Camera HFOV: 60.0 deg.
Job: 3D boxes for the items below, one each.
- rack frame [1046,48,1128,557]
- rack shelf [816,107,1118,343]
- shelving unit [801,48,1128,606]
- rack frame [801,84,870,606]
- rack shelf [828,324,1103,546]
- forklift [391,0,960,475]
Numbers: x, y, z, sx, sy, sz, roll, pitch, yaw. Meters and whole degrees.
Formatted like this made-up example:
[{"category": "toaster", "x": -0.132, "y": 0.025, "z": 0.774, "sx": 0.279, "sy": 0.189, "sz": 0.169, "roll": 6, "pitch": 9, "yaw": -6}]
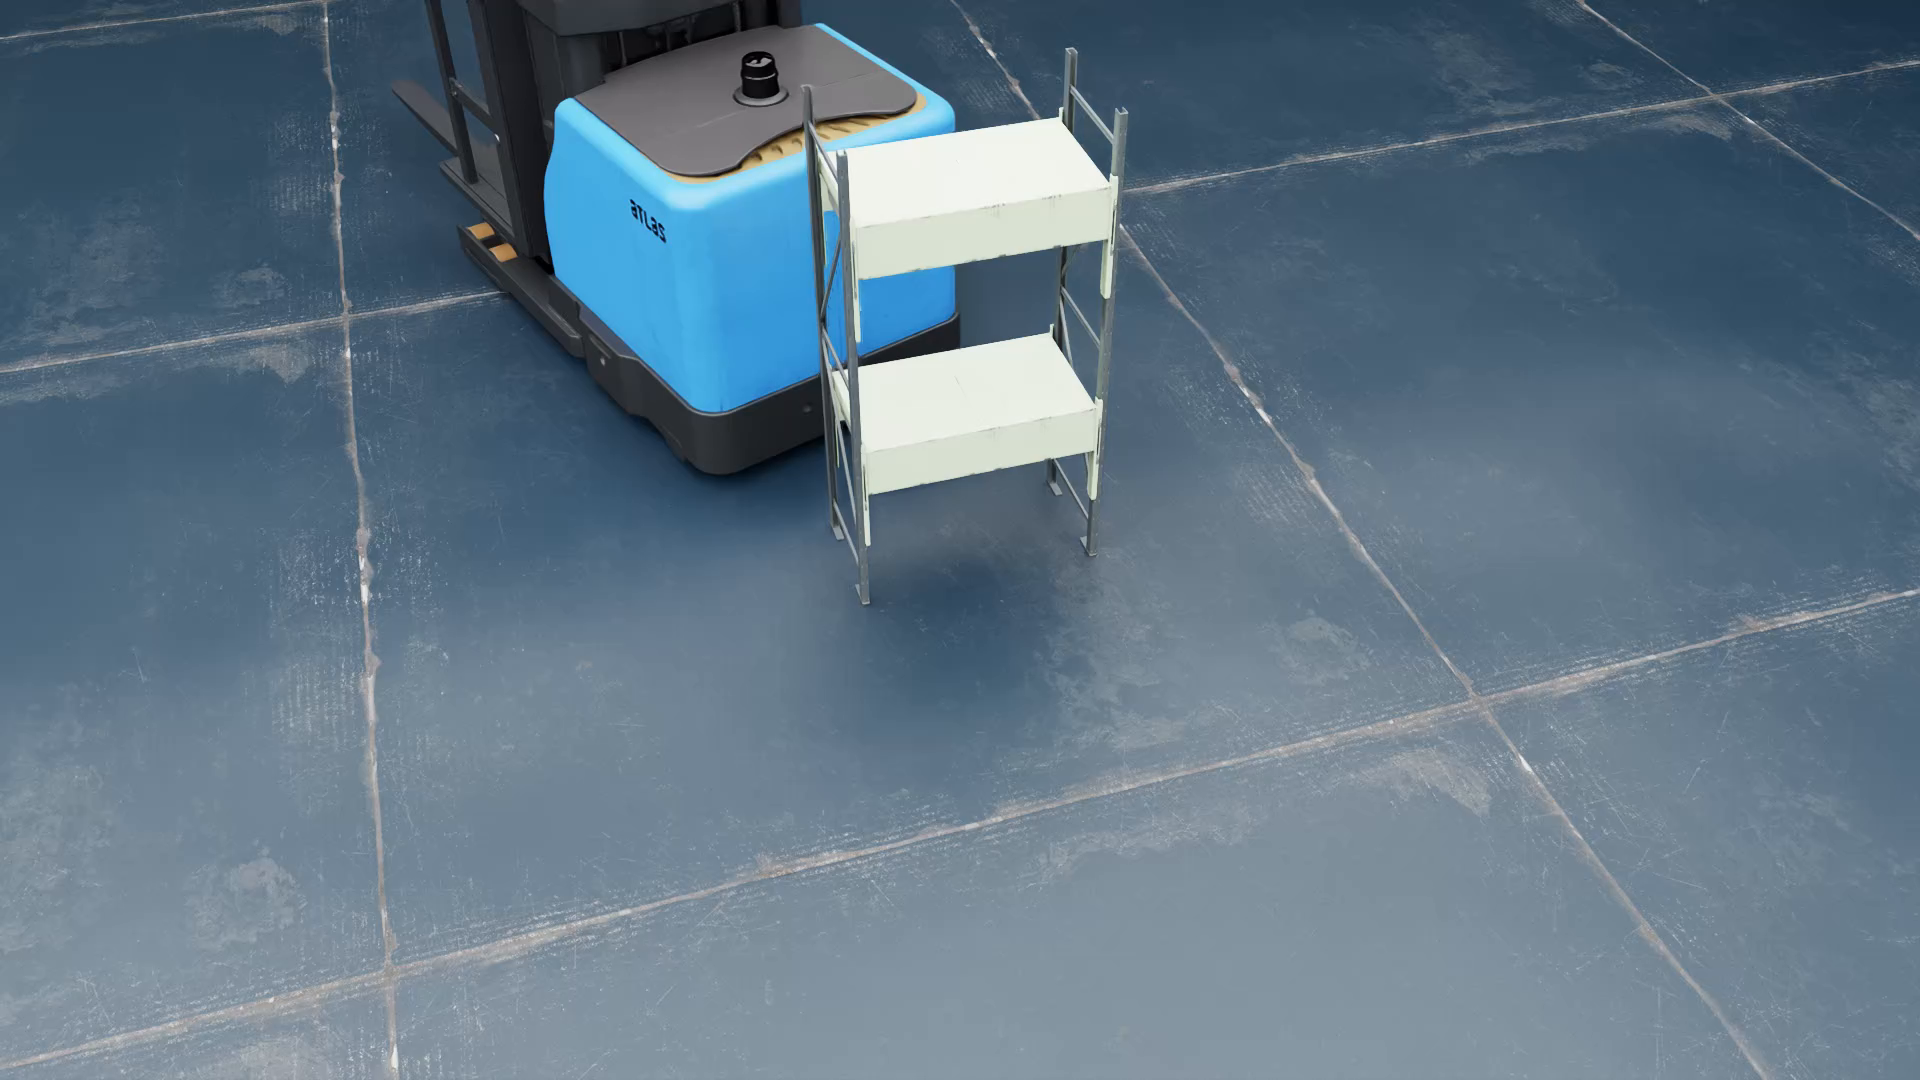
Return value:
[{"category": "rack frame", "x": 0.355, "y": -0.638, "z": 4.841, "sx": 0.023, "sy": 1.500, "sz": 0.400, "roll": -12, "pitch": 42, "yaw": -13}, {"category": "rack shelf", "x": 0.006, "y": -0.860, "z": 4.501, "sx": 0.720, "sy": 0.370, "sz": 0.431, "roll": -12, "pitch": 42, "yaw": -13}, {"category": "shelving unit", "x": 0.006, "y": -0.566, "z": 4.758, "sx": 0.755, "sy": 1.500, "sz": 0.431, "roll": -12, "pitch": 42, "yaw": -13}, {"category": "rack frame", "x": -0.343, "y": -0.494, "z": 4.675, "sx": 0.023, "sy": 1.500, "sz": 0.400, "roll": -12, "pitch": 42, "yaw": -13}, {"category": "rack shelf", "x": 0.006, "y": -0.321, "z": 4.973, "sx": 0.720, "sy": 0.370, "sz": 0.431, "roll": -12, "pitch": 42, "yaw": -13}, {"category": "forklift", "x": -1.282, "y": -2.237, "z": 5.583, "sx": 1.130, "sy": 2.935, "sz": 3.031, "roll": -26, "pitch": 47, "yaw": -27}]
